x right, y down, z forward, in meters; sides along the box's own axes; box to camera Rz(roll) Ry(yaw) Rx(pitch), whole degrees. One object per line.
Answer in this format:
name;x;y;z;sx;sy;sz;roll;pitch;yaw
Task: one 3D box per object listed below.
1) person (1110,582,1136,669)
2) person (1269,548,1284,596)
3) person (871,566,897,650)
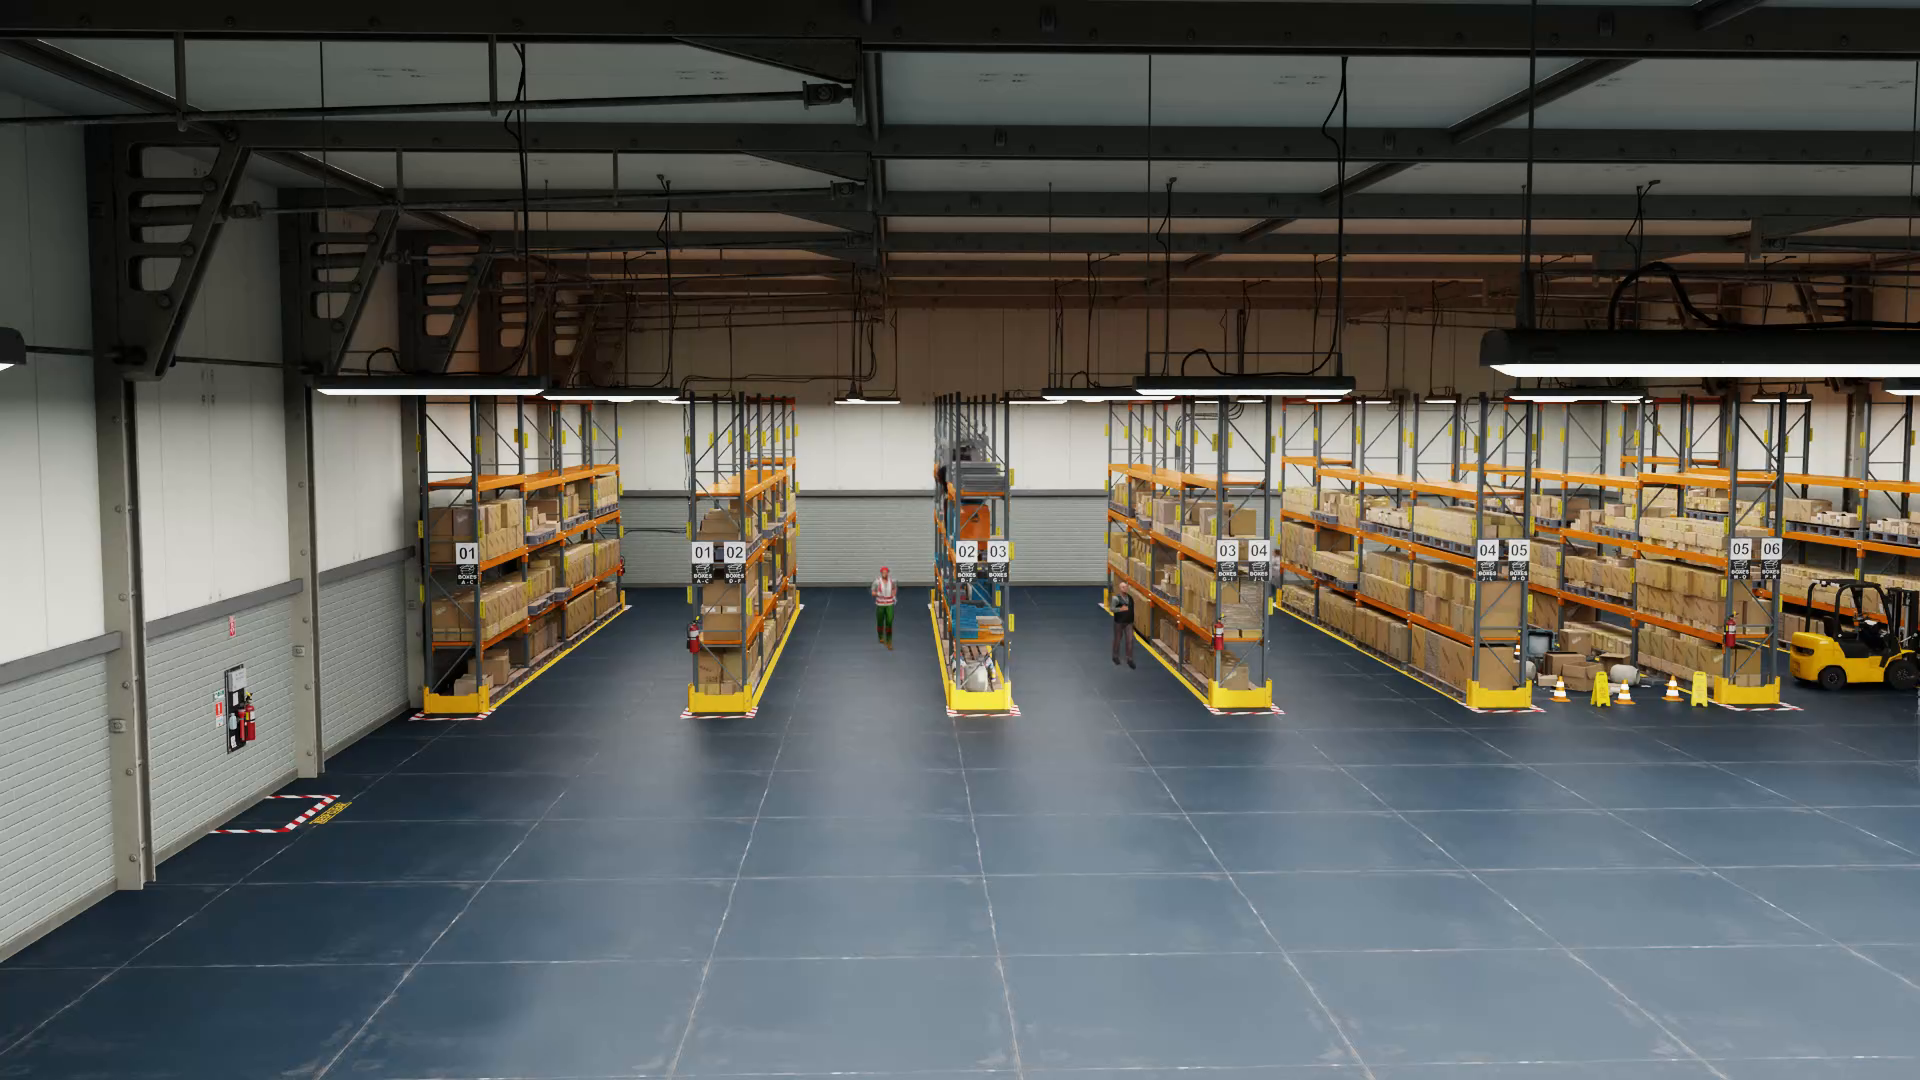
person;3.422;1.771;34.721;0.650;1.768;0.775;-1;5;-16
person;9.305;1.033;48.883;0.695;1.612;0.569;-2;5;-22
person;-1.714;1.535;37.790;0.600;1.890;0.799;-1;5;-8
